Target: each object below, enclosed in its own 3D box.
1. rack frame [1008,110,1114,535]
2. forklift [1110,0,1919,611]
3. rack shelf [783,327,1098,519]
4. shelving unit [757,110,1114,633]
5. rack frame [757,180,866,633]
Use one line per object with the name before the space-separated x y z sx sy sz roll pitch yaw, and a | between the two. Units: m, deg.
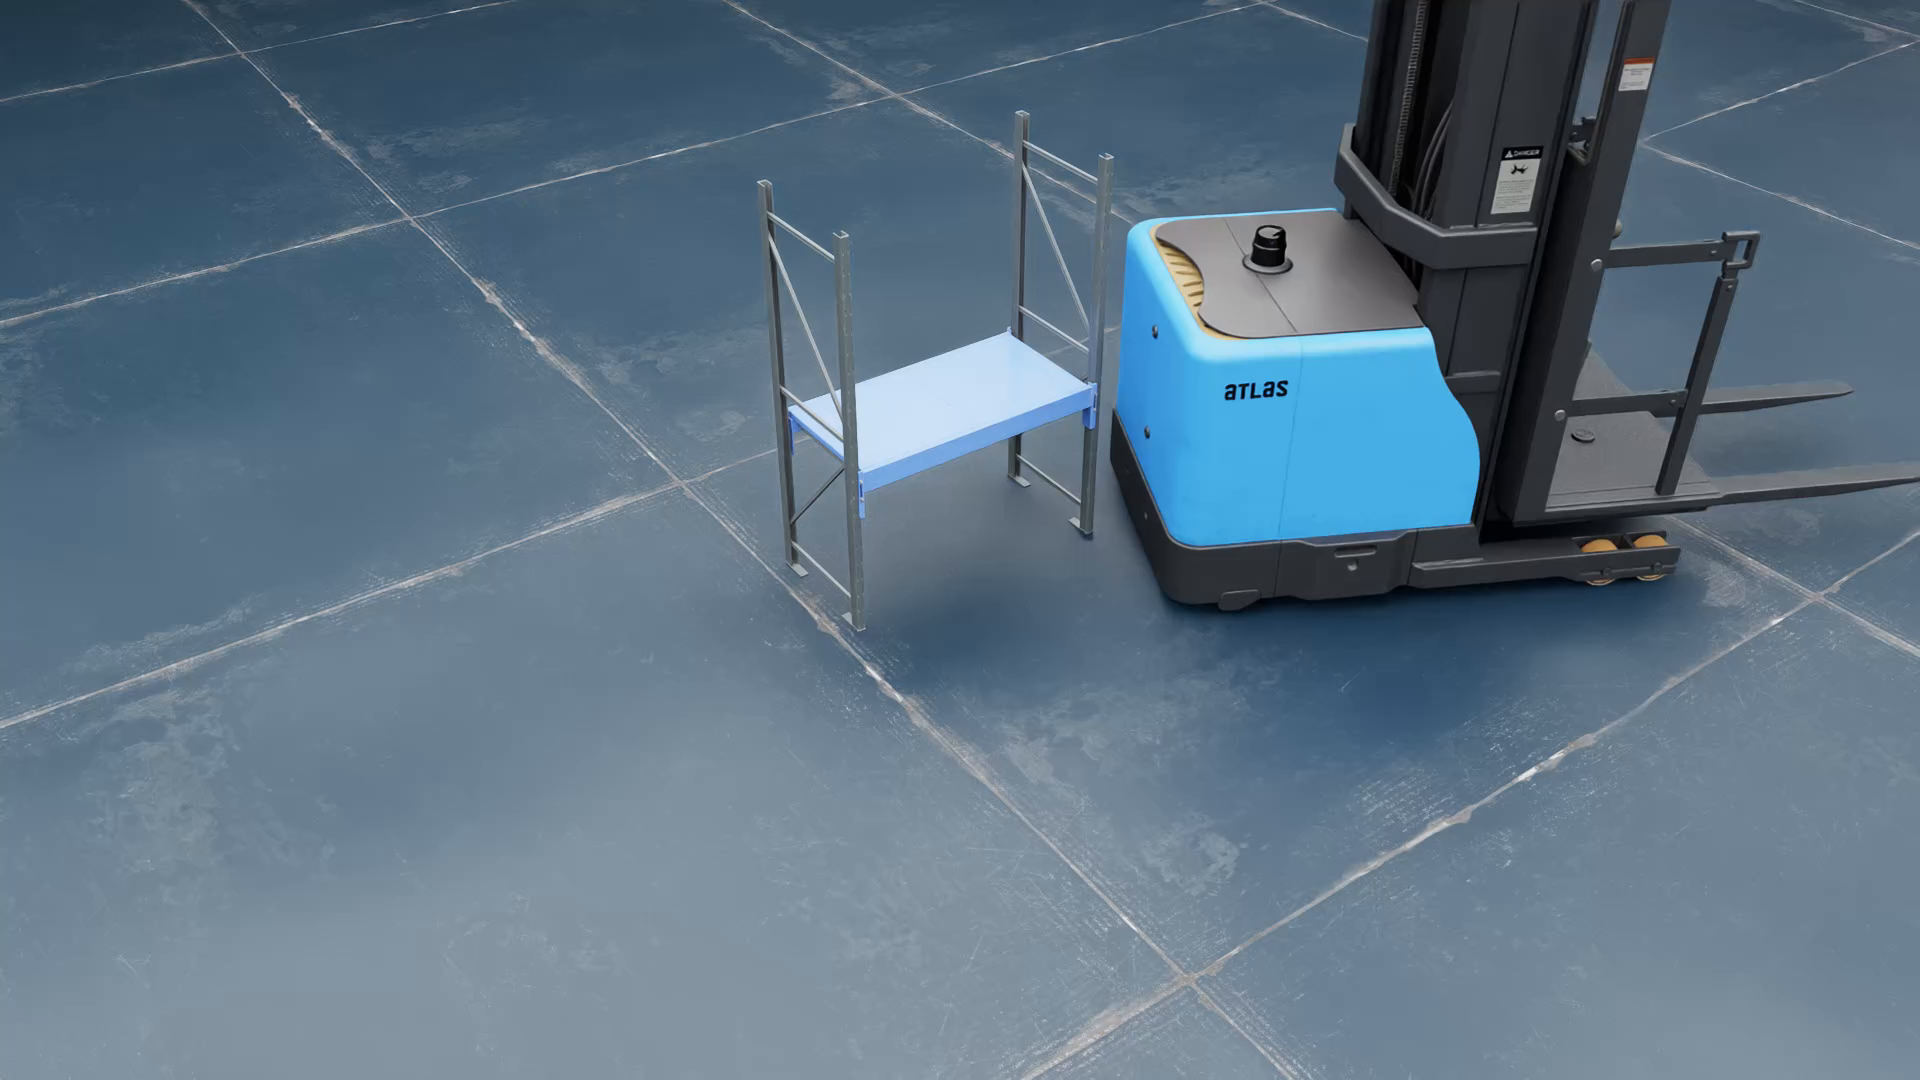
rack frame | 0.346 -0.751 6.010 0.032 1.500 0.500 -22 41 -28
forklift | 2.151 -1.327 5.585 3.031 2.935 1.130 -5 36 -7
rack shelf | -0.070 -0.434 5.877 1.000 0.185 0.538 -22 41 -28
shelving unit | -0.070 -0.580 5.772 1.048 1.500 0.538 -22 41 -28
rack frame | -0.485 -0.409 5.534 0.032 1.500 0.500 -22 41 -28
